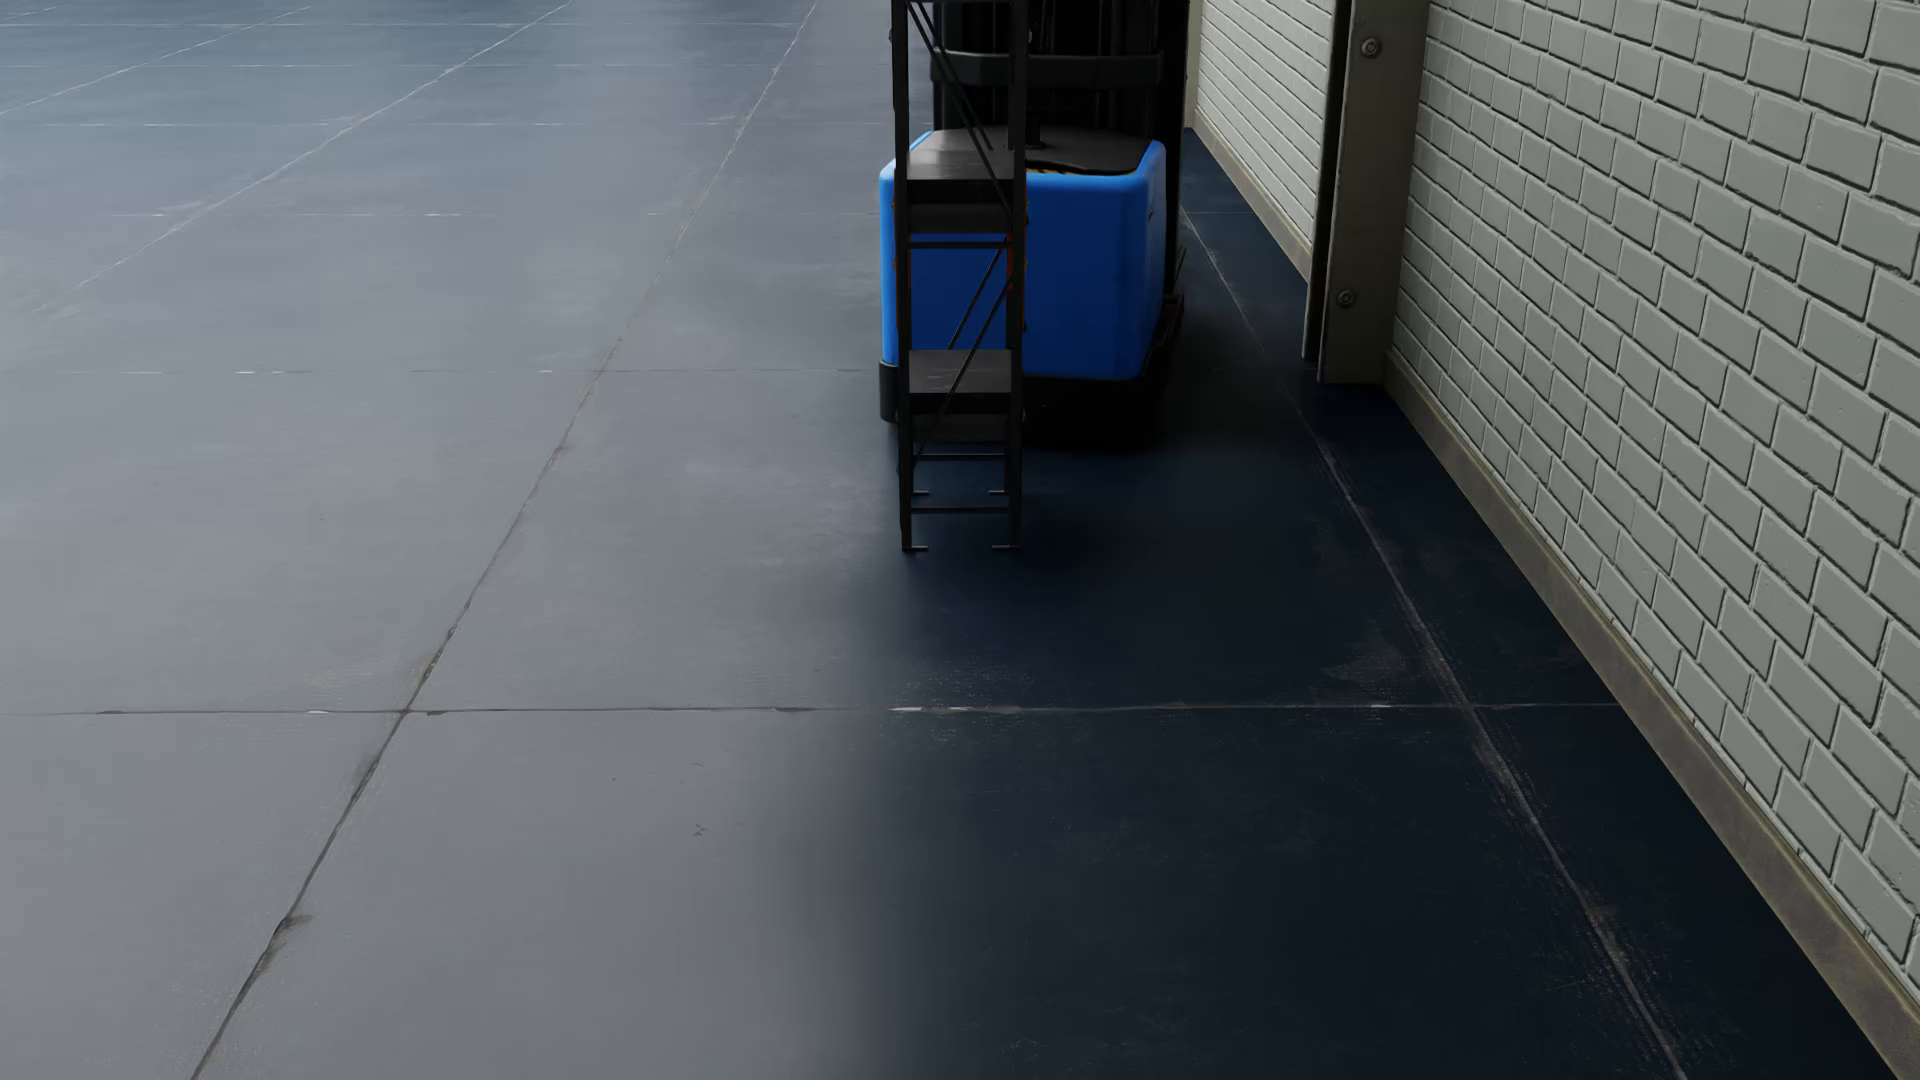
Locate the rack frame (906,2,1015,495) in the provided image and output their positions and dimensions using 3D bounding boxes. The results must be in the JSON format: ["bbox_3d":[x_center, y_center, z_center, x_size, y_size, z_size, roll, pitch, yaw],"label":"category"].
[{"bbox_3d":[-0.004,-1.125,5.690,0.400,2.100,0.015,0,24,-1],"label":"rack frame"}]

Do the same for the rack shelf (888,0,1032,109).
[{"bbox_3d":[-0.002,-1.650,5.185,0.431,0.518,0.480,0,24,-1],"label":"rack shelf"}]

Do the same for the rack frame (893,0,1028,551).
[{"bbox_3d":[0.001,-0.924,5.246,0.400,2.100,0.015,0,24,-1],"label":"rack frame"}]

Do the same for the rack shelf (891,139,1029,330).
[{"bbox_3d":[-0.002,-1.012,5.474,0.431,0.518,0.480,0,24,-1],"label":"rack shelf"}]

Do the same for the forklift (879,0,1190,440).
[{"bbox_3d":[0.474,-2.304,7.287,1.130,2.935,3.031,5,25,10],"label":"forklift"}]

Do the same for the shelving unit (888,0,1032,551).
[{"bbox_3d":[-0.002,-1.025,5.468,0.431,2.100,0.503,0,24,-1],"label":"shelving unit"}]

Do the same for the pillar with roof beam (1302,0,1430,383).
[{"bbox_3d":[-2.582,-4.849,5.552,9.100,9.000,0.400,0,24,-1],"label":"pillar with roof beam"}]

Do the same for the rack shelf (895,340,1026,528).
[{"bbox_3d":[-0.002,-0.375,5.762,0.431,0.518,0.480,0,24,-1],"label":"rack shelf"}]

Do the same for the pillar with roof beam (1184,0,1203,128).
[{"bbox_3d":[-2.648,-7.322,11.019,9.100,9.000,0.400,0,24,-1],"label":"pillar with roof beam"}]
